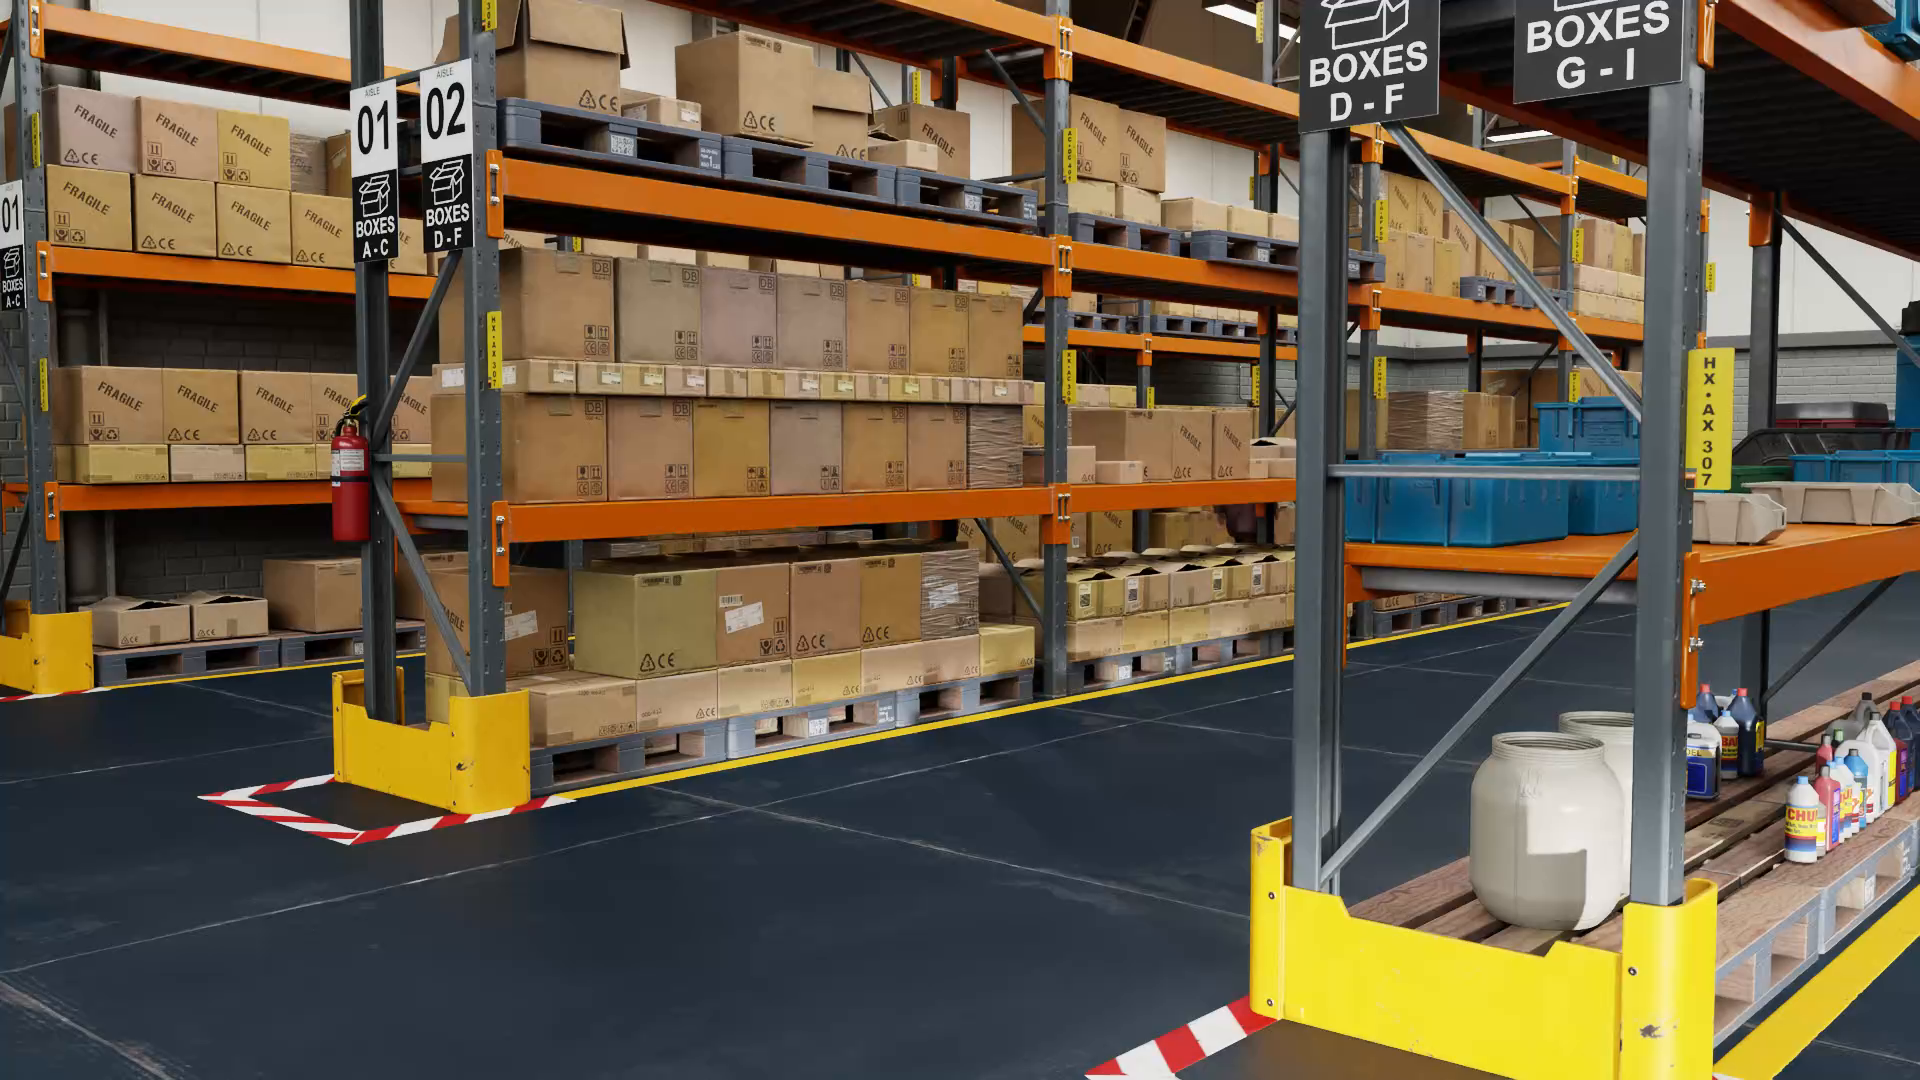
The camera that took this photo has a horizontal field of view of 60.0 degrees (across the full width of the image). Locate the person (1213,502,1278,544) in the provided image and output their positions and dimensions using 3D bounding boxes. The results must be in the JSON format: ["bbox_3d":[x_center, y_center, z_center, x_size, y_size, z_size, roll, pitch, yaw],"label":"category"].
[{"bbox_3d":[2.876,-0.289,16.563,0.587,1.739,0.987,3,4,38],"label":"person"}]
